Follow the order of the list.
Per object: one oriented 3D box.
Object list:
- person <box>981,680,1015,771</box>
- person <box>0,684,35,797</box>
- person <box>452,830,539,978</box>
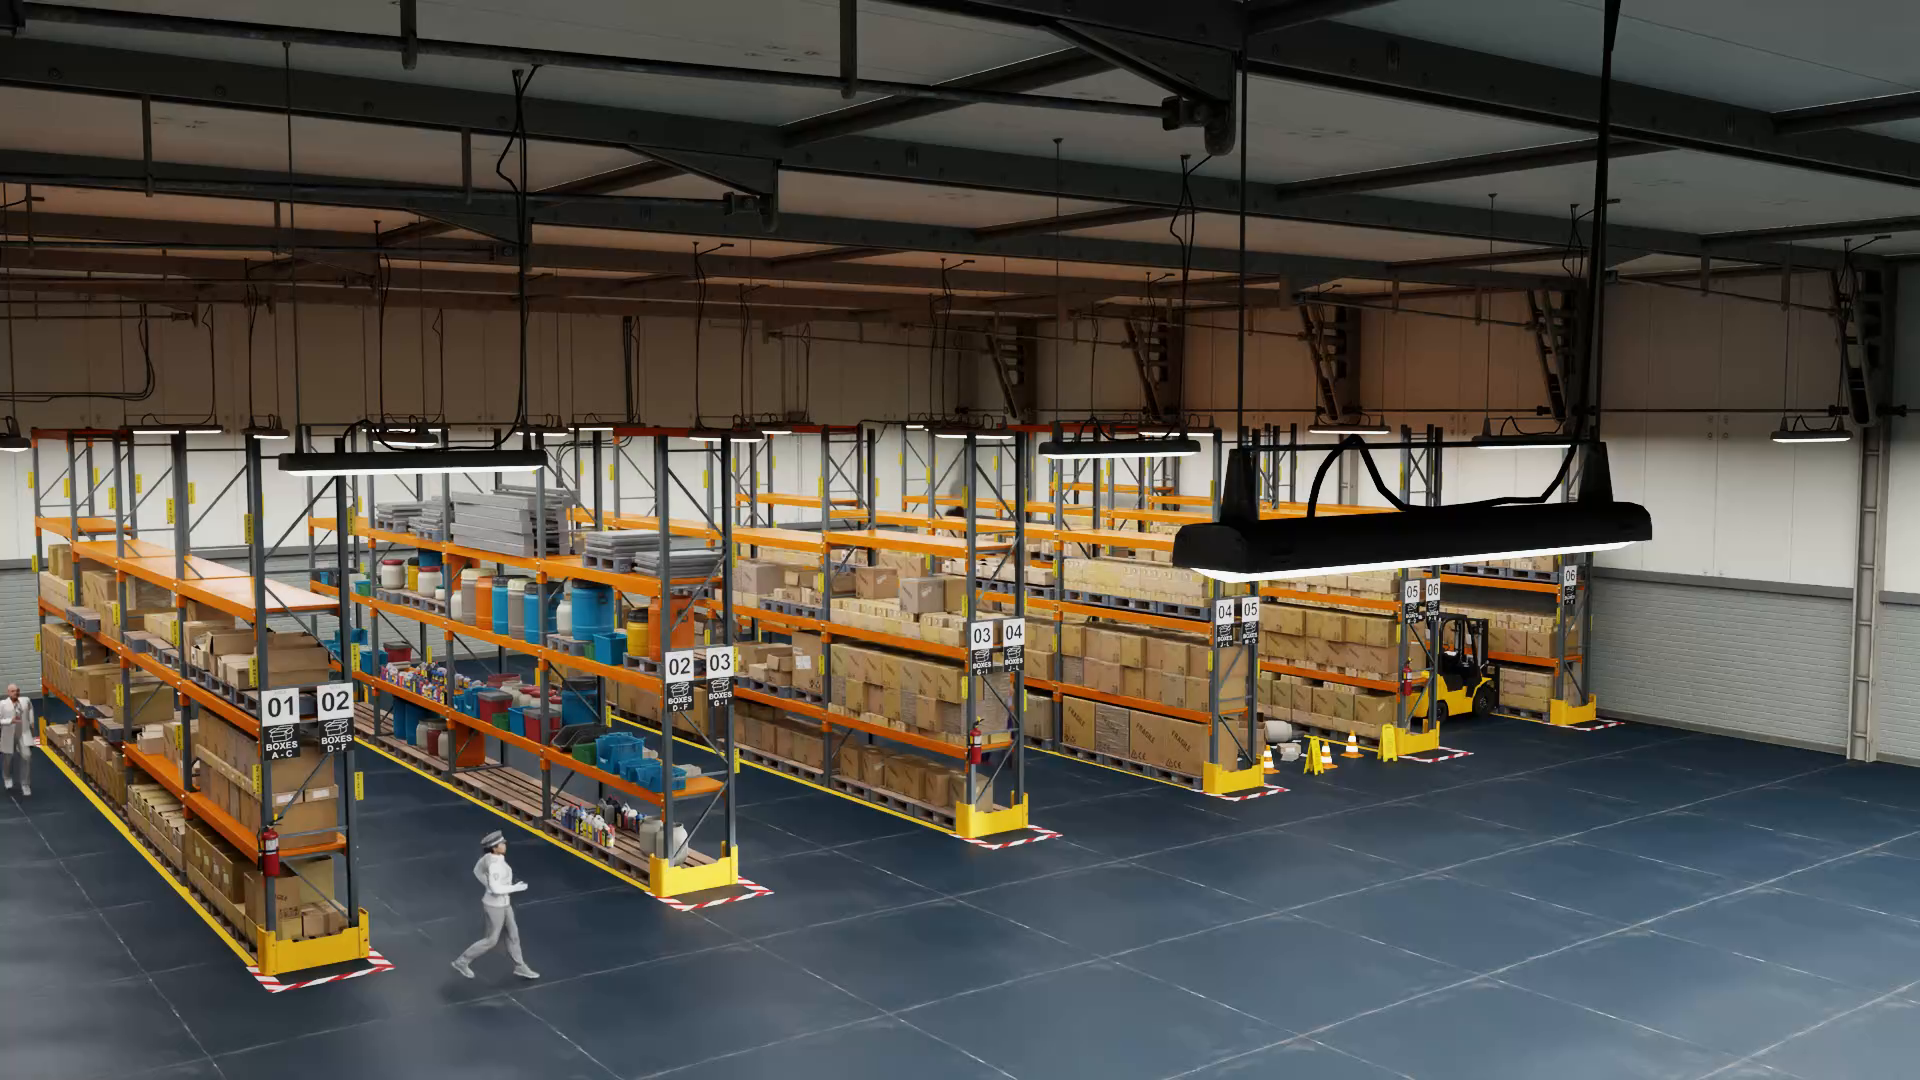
[{"bbox_3d":[0.726,3.210,29.172,0.893,1.568,0.593,4,6,44],"label":"person"},{"bbox_3d":[-15.606,3.280,27.450,0.673,1.841,0.951,-4,6,-42],"label":"person"},{"bbox_3d":[-5.125,4.042,18.310,0.924,1.706,0.613,-1,5,-14],"label":"person"}]
